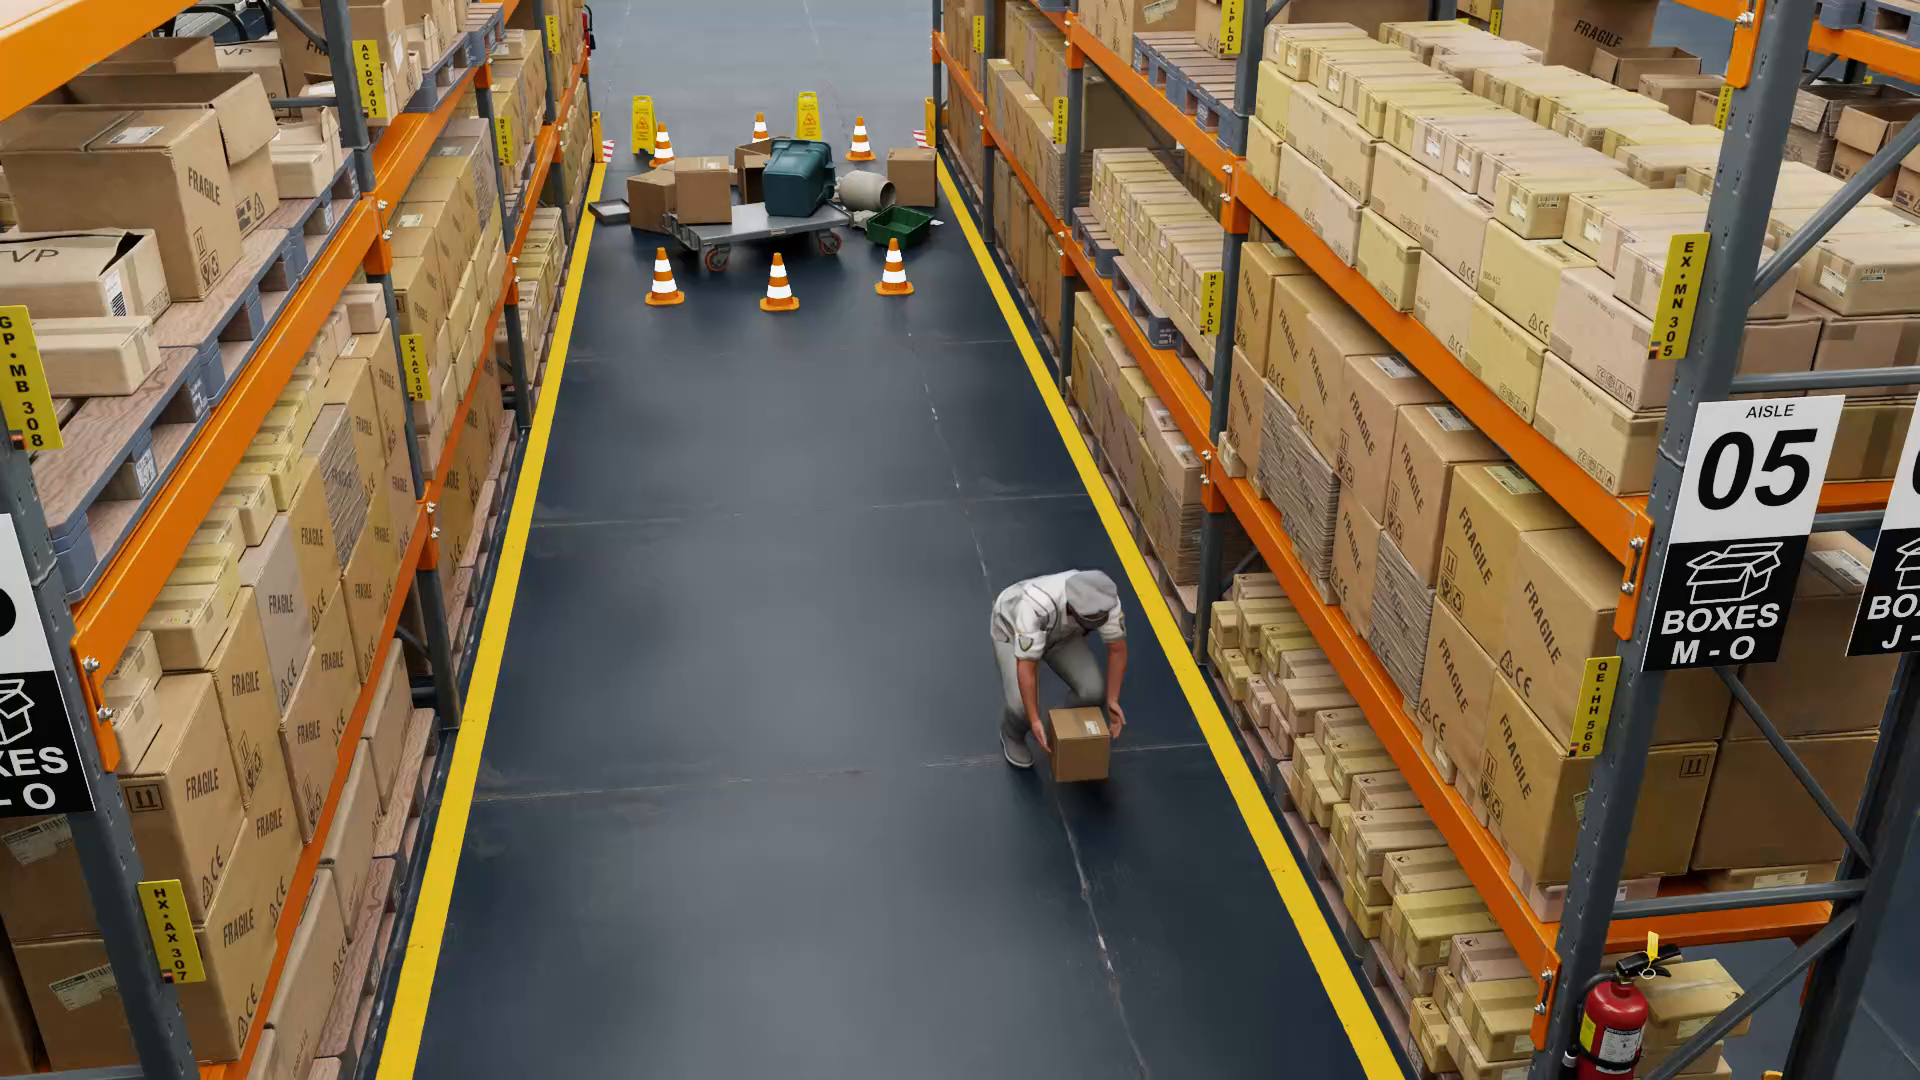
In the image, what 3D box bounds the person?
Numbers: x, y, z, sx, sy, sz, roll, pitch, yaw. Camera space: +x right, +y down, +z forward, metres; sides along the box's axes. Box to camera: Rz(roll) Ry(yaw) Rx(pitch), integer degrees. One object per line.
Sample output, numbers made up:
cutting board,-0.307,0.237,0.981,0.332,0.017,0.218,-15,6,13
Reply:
person,0.486,0.569,8.117,0.577,1.190,0.898,-8,28,-15
